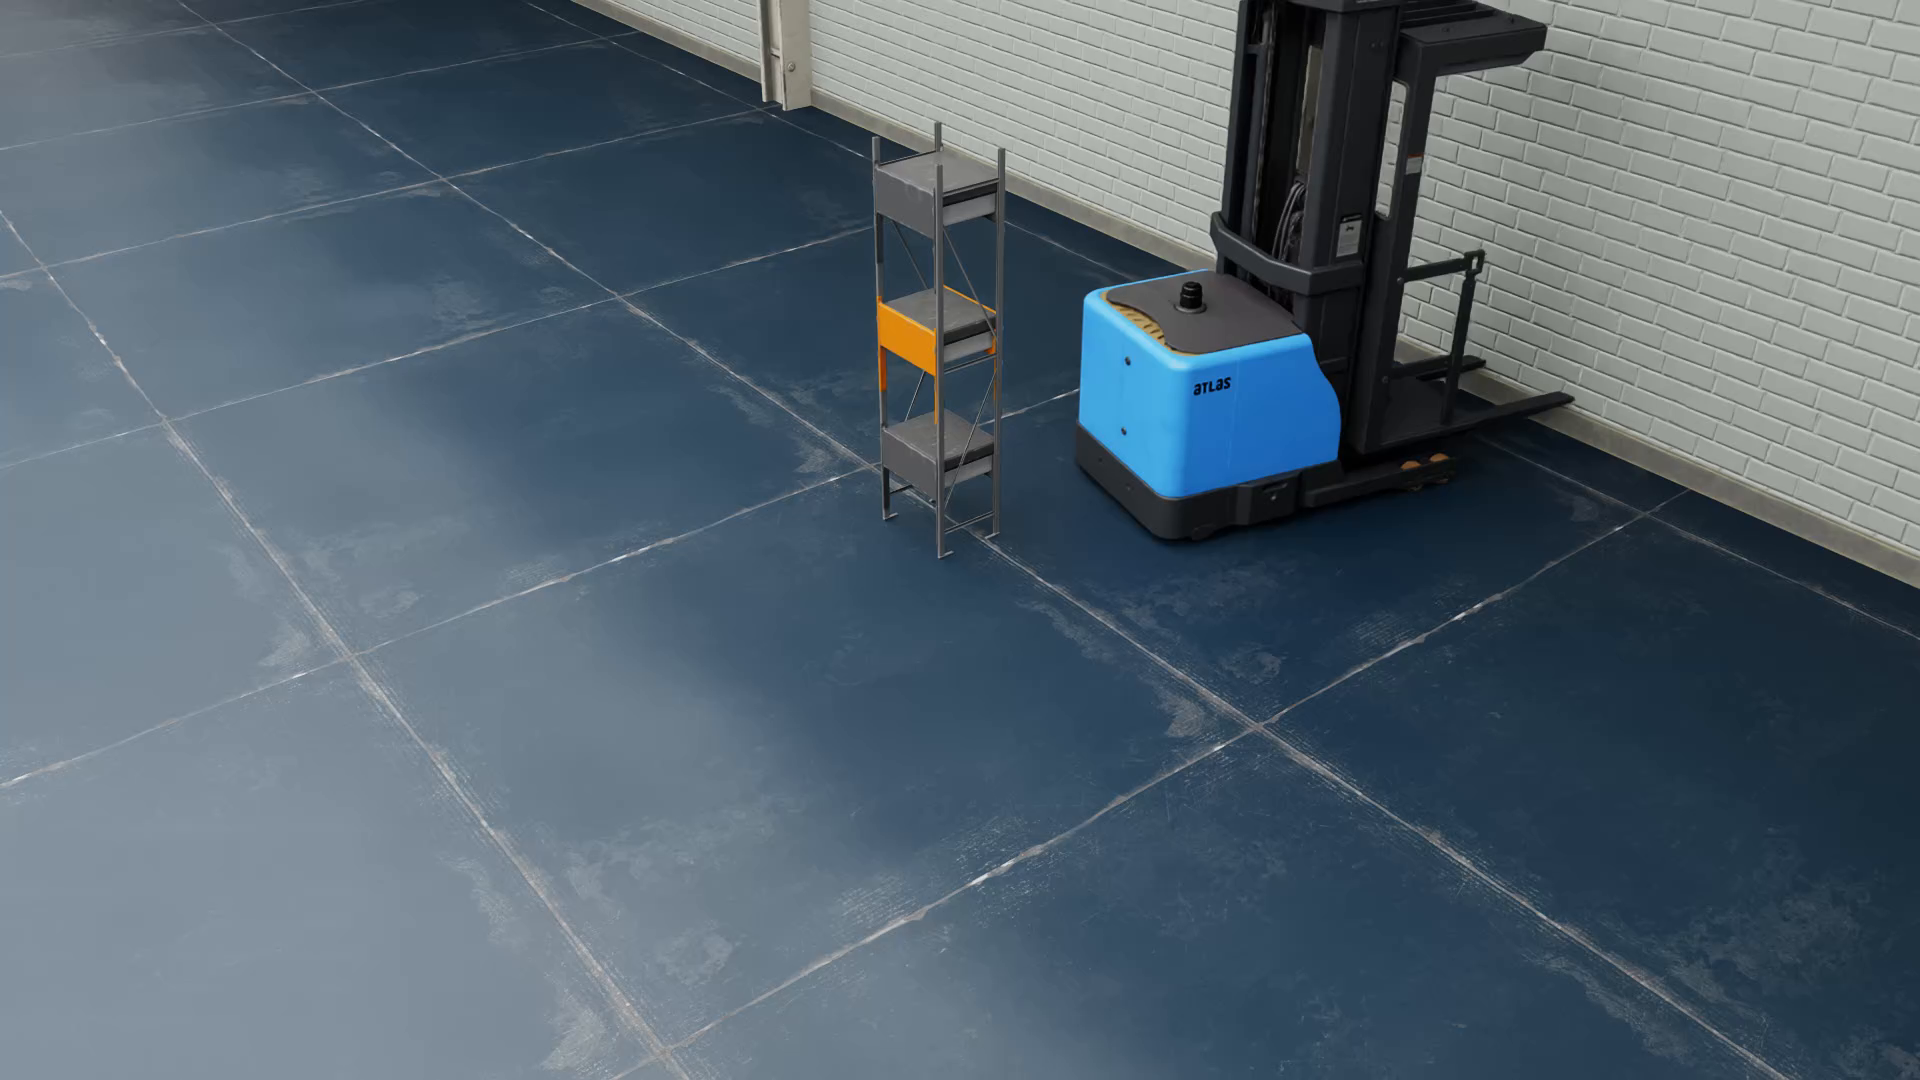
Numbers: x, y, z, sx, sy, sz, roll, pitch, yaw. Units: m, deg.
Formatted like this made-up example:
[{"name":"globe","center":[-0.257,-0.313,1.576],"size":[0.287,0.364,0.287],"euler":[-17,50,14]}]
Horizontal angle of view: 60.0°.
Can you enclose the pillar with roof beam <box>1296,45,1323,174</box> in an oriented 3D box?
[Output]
[{"name":"pillar with roof beam","center":[-1.290,-3.924,6.539],"size":[9.100,9.000,0.400],"euler":[-22,38,-31]}]

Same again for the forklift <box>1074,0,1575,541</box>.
[{"name":"forklift","center":[2.205,-1.753,8.795],"size":[3.031,2.935,1.130],"euler":[-14,34,-21]}]

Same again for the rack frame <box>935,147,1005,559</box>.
[{"name":"rack frame","center":[0.048,-0.859,8.143],"size":[0.400,2.100,0.015],"euler":[-22,38,-31]}]

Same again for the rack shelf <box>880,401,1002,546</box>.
[{"name":"rack shelf","center":[-0.101,-0.355,8.684],"size":[0.431,0.518,0.480],"euler":[-22,38,-31]}]

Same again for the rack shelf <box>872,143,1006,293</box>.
[{"name":"rack shelf","center":[-0.101,-1.544,7.945],"size":[0.431,0.518,0.480],"euler":[-22,38,-31]}]

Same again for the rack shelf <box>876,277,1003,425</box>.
[{"name":"rack shelf","center":[-0.101,-0.949,8.314],"size":[0.431,0.518,0.480],"euler":[-22,38,-31]}]

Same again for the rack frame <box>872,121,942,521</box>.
[{"name":"rack frame","center":[-0.251,-1.063,8.471],"size":[0.400,2.100,0.015],"euler":[-22,38,-31]}]

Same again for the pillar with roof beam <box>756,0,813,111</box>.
[{"name":"pillar with roof beam","center":[-4.969,-6.424,10.565],"size":[9.100,9.000,0.400],"euler":[-22,38,-31]}]

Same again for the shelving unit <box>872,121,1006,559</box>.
[{"name":"shelving unit","center":[-0.101,-0.961,8.307],"size":[0.431,2.100,0.503],"euler":[-22,38,-31]}]
